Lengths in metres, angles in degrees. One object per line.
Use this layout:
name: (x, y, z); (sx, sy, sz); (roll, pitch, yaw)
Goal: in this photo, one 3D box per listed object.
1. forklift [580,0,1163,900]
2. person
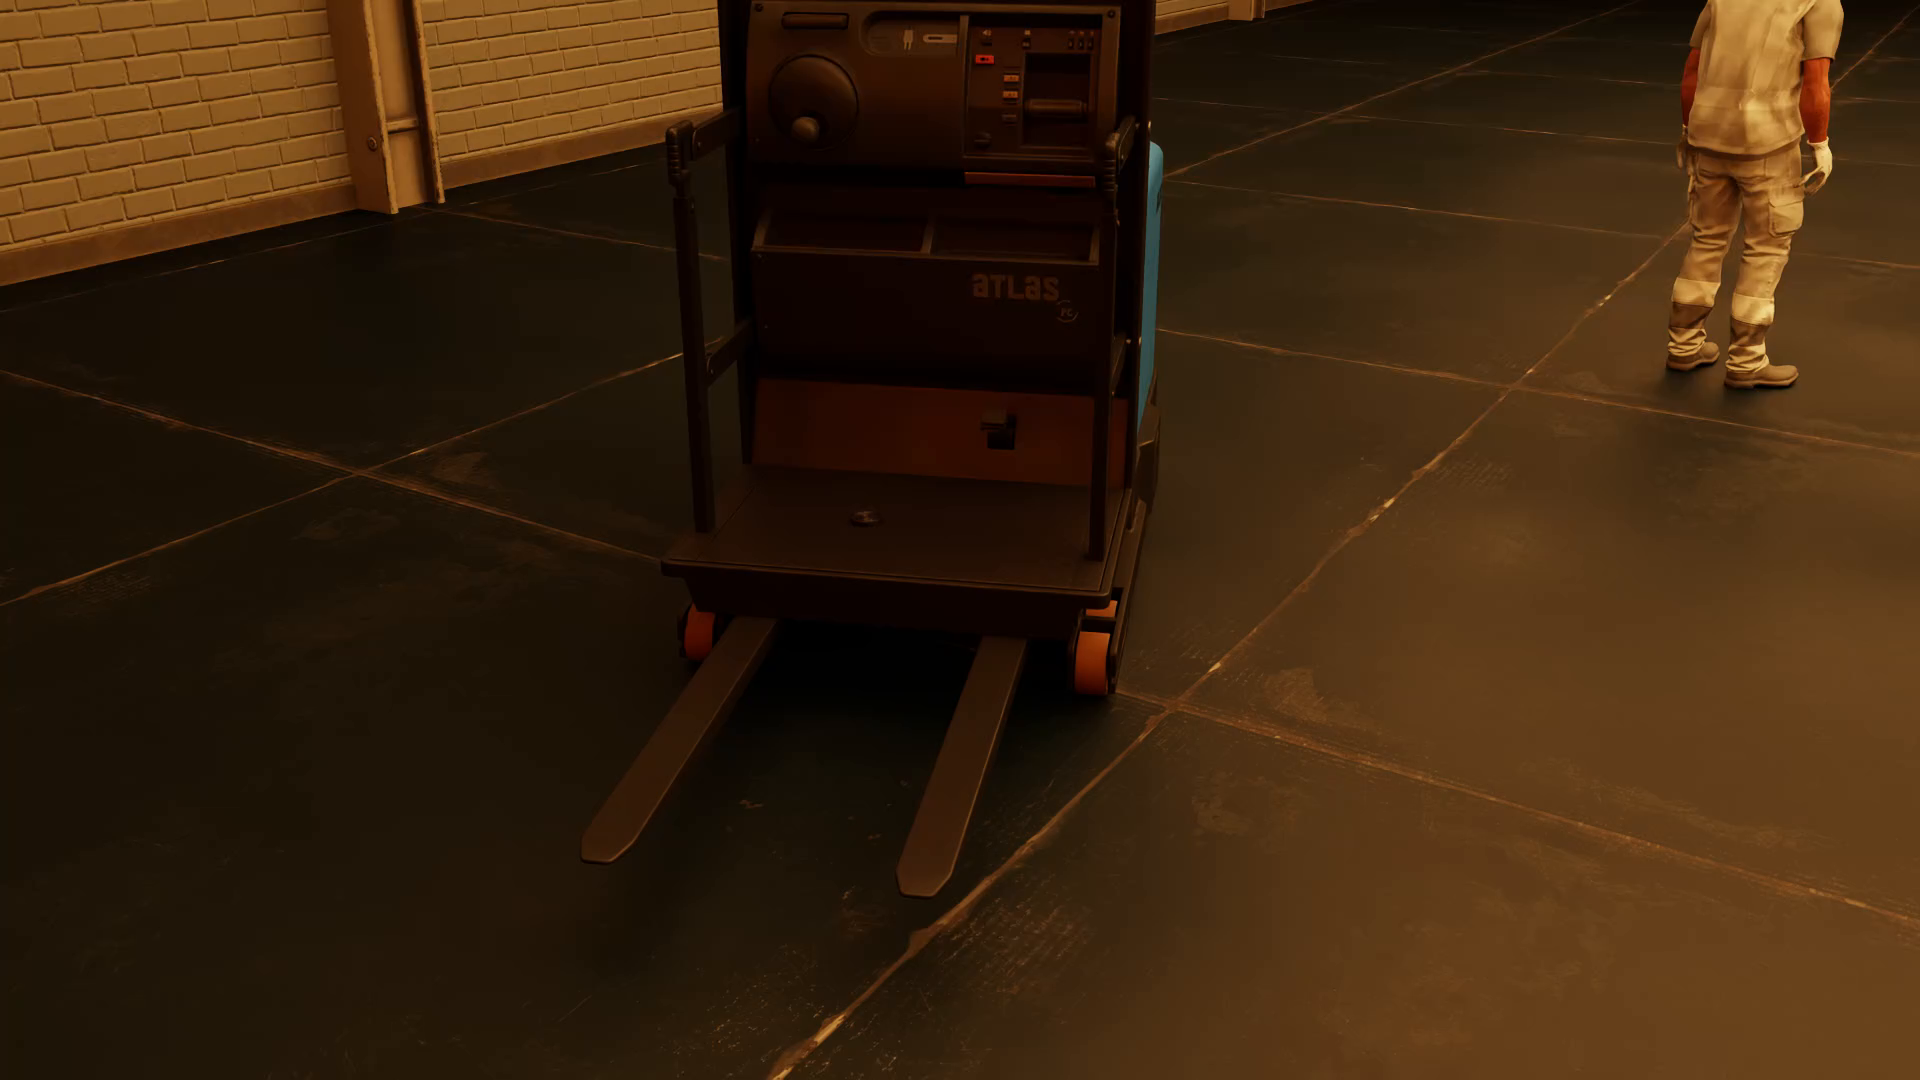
forklift: (-0.108, -1.111, 3.912); (1.130, 2.935, 3.031); (4, 24, 9)
person: (2.979, -1.485, 6.252); (0.453, 1.778, 0.616); (-14, 27, -29)
